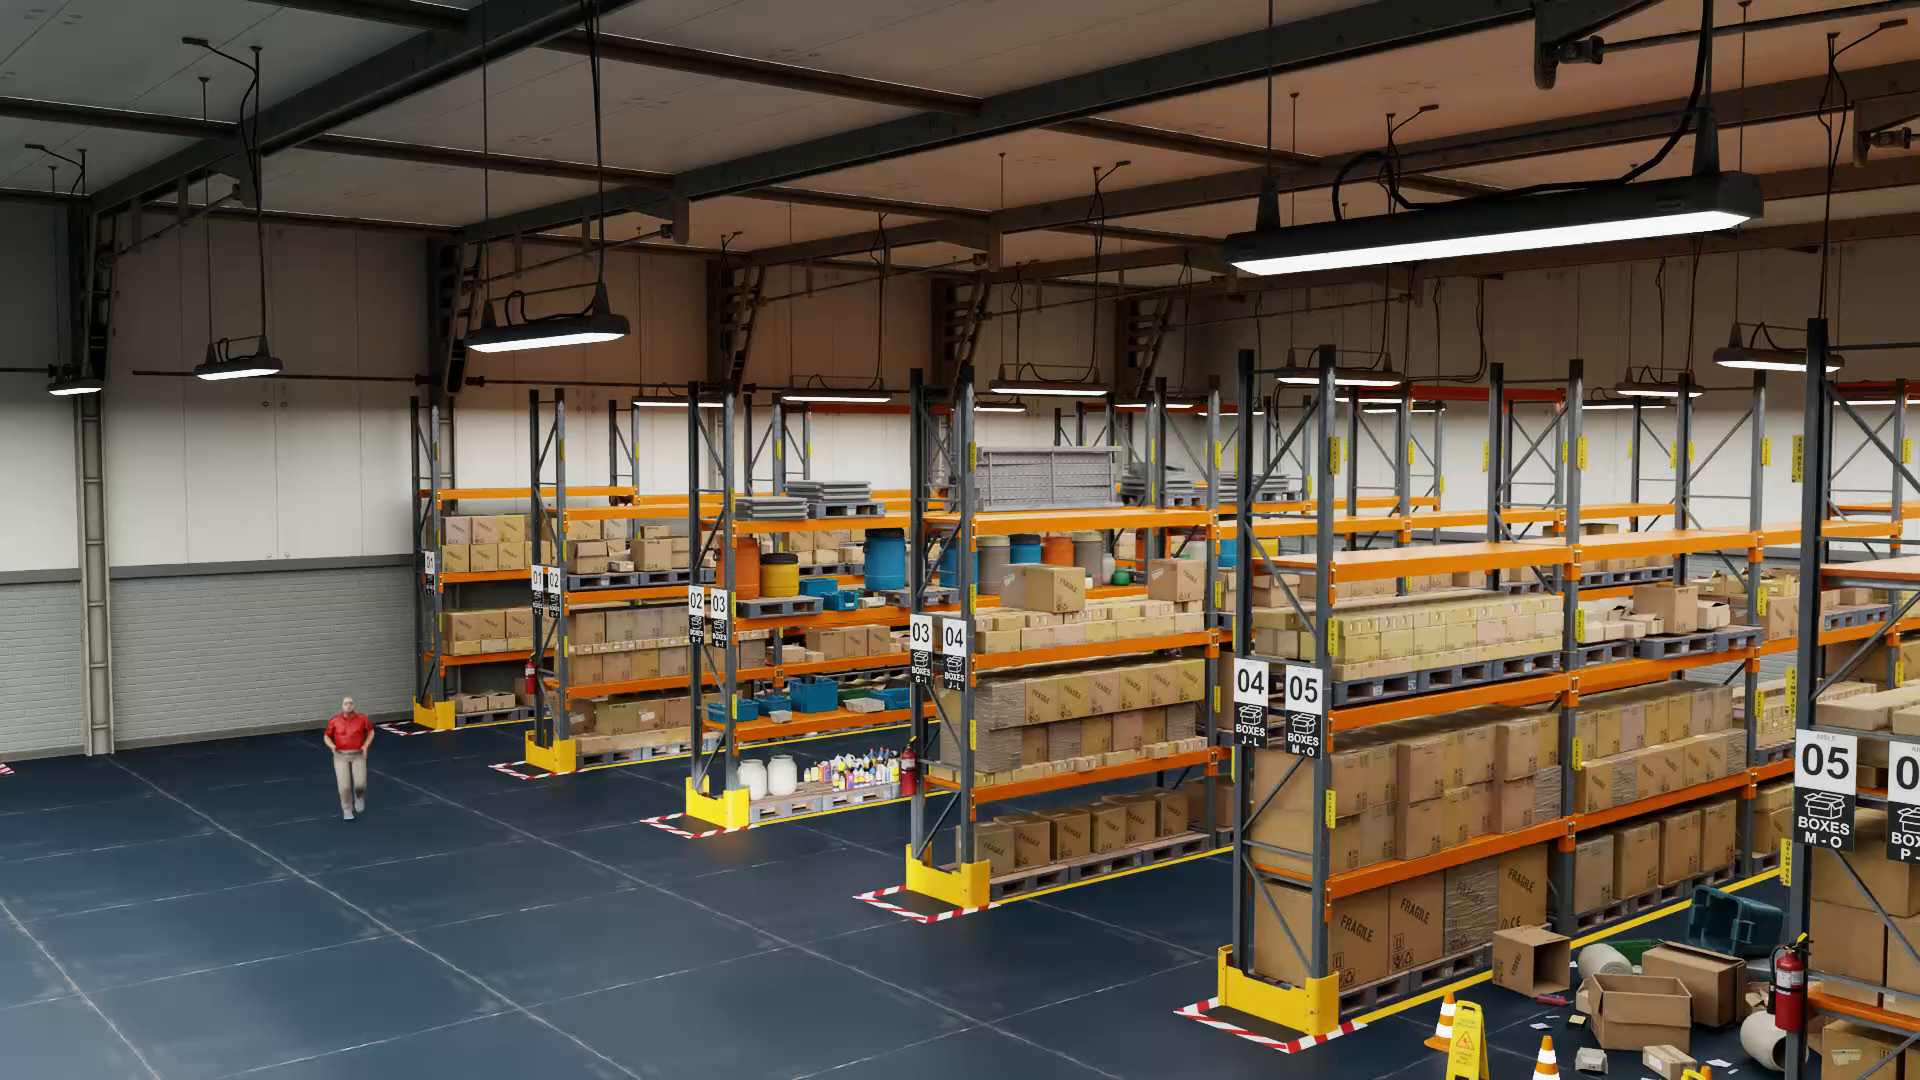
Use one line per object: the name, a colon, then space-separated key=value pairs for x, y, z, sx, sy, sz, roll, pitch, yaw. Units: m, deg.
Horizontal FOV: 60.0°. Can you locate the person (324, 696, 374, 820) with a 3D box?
person: x=-8.351 y=2.980 z=22.753 sx=0.655 sy=1.675 sz=0.588 roll=-1 pitch=4 yaw=-21
